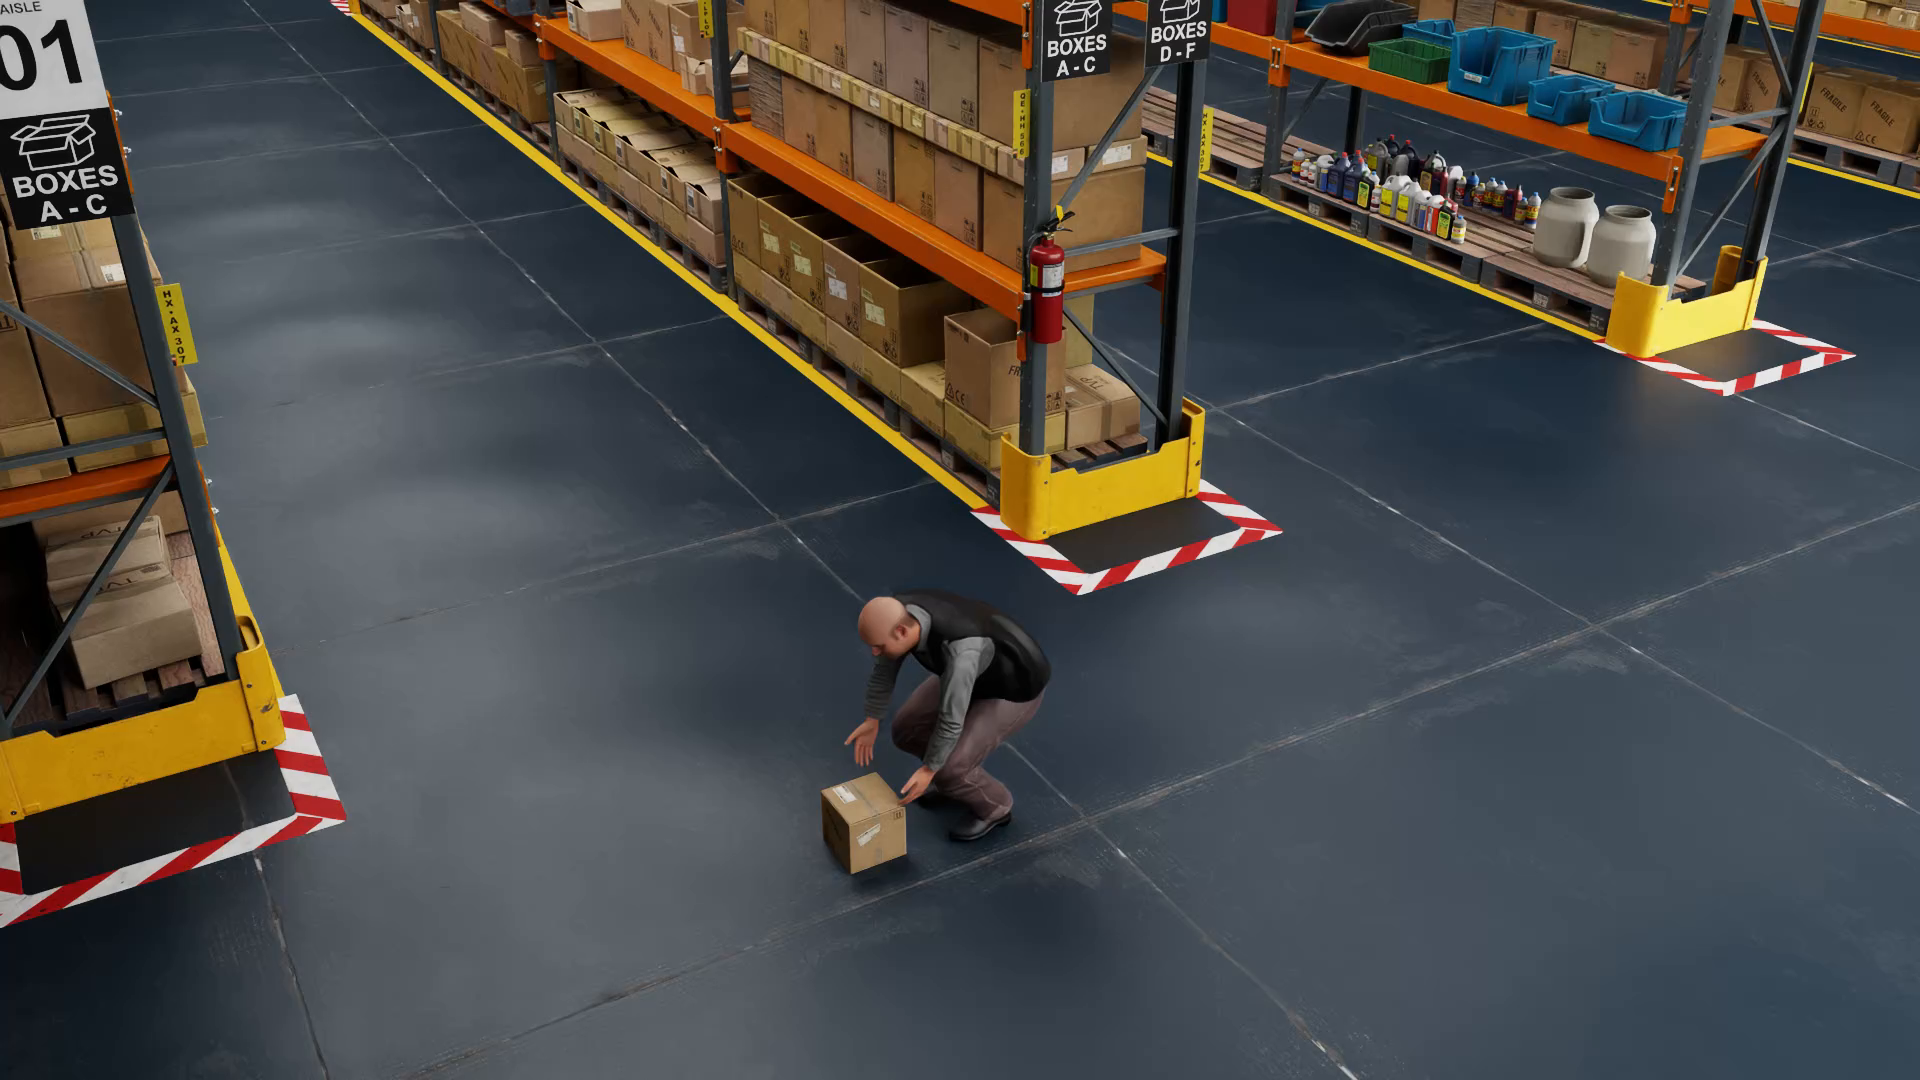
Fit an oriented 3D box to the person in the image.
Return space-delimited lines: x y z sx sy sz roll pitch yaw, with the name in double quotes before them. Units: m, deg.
"person" -0.026 0.686 6.574 0.815 1.079 0.573 -16 33 -26
